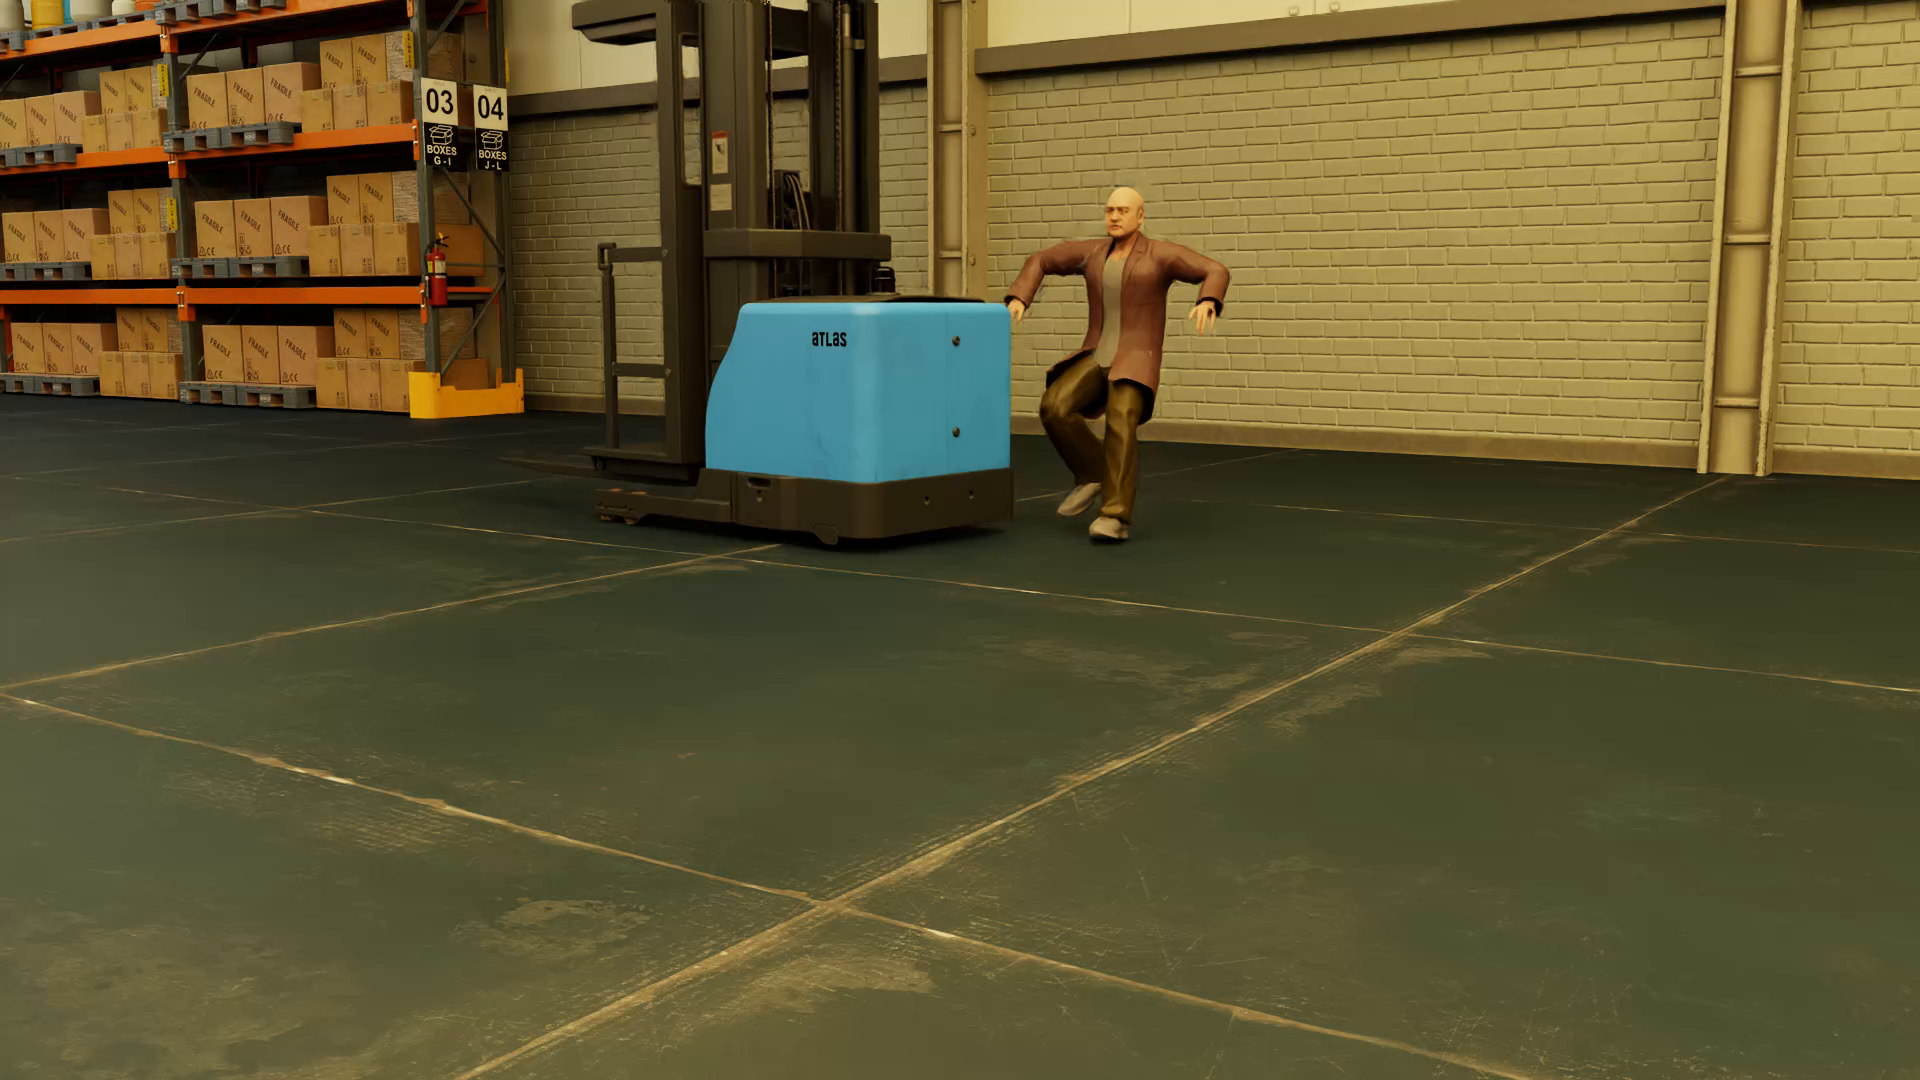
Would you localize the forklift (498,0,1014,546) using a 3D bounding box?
[{"bbox_3d":[-1.190,-1.574,8.261,3.031,2.935,1.130,7,11,41],"label":"forklift"}]

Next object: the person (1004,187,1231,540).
[{"bbox_3d":[0.663,-0.829,7.723,1.125,1.612,0.854,5,10,33],"label":"person"}]
